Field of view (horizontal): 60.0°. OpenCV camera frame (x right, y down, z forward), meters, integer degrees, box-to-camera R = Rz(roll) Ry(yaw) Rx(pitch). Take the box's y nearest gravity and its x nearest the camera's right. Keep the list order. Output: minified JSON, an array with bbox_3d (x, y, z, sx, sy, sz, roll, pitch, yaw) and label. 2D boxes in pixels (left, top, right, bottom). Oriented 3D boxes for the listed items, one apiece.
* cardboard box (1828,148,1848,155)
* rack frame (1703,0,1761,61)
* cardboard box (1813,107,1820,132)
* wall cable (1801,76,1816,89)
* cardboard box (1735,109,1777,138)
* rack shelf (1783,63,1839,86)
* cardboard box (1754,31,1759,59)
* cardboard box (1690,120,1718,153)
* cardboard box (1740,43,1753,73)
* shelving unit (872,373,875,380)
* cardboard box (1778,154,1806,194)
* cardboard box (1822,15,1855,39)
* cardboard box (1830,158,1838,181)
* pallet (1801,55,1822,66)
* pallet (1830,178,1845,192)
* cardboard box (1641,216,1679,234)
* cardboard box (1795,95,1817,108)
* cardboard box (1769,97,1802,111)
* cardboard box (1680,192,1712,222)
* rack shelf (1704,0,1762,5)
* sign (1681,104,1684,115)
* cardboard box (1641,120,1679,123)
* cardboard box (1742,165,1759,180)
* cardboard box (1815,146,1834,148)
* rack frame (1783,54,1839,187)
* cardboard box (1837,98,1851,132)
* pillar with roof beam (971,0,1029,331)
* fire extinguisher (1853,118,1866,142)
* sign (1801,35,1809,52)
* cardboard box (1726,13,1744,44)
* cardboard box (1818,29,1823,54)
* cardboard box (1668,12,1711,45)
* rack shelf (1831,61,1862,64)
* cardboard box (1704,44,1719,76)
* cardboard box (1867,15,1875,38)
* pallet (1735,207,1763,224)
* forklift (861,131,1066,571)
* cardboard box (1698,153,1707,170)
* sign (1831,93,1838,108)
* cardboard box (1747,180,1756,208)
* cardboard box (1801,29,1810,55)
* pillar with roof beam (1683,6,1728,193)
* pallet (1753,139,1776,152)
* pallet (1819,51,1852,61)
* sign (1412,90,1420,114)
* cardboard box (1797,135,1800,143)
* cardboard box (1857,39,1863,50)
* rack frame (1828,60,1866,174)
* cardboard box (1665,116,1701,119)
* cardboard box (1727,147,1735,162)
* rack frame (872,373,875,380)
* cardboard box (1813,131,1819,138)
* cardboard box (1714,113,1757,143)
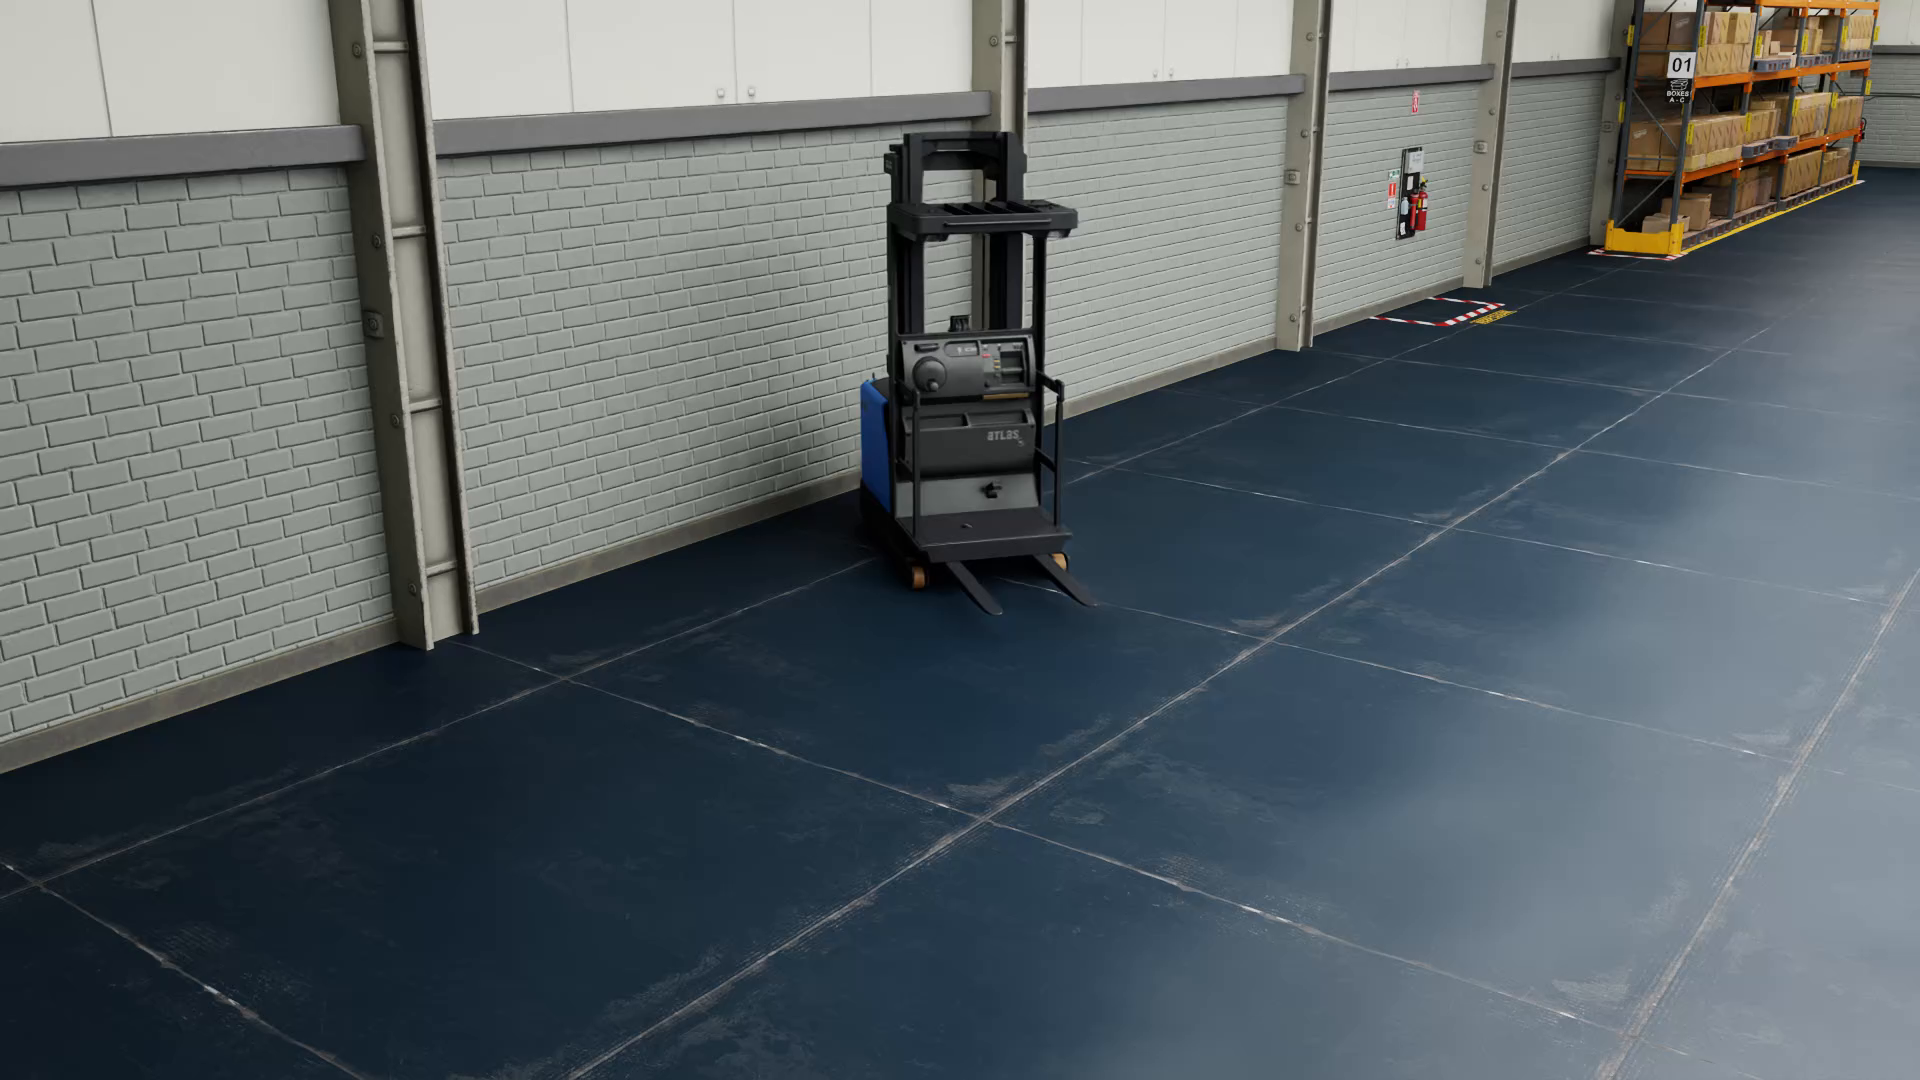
[{"bbox_3d":[20.452,-9.052,38.749,0.380,0.149,0.250,13,22,36],"label":"cardboard box"},{"bbox_3d":[13.721,-10.051,29.435,1.000,3.000,0.127,12,21,35],"label":"rack frame"},{"bbox_3d":[17.813,-8.895,35.124,0.500,0.500,0.500,12,21,35],"label":"cardboard box"},{"bbox_3d":[20.874,-11.001,40.898,0.084,1.984,1.851,12,21,35],"label":"wall cable"},{"bbox_3d":[15.521,-8.145,32.503,0.700,0.500,0.500,10,20,30],"label":"cardboard box"},{"bbox_3d":[17.296,-9.704,34.589,1.077,0.370,4.000,12,21,35],"label":"rack shelf"},{"bbox_3d":[14.111,-8.983,30.177,0.500,0.500,0.500,16,24,42],"label":"cardboard box"},{"bbox_3d":[12.479,-6.827,28.126,0.500,0.500,0.500,12,21,33],"label":"cardboard box"},{"bbox_3d":[13.617,-8.511,29.332,0.500,0.500,0.500,13,22,36],"label":"cardboard box"},{"bbox_3d":[-0.596,-0.755,12.903,0.215,1.050,0.249,2,17,7],"label":"shelving unit"},{"bbox_3d":[17.175,-7.672,34.807,0.750,0.750,0.750,12,21,34],"label":"cardboard box"},{"bbox_3d":[19.138,-11.179,36.237,0.500,0.500,0.500,12,21,34],"label":"cardboard box"},{"bbox_3d":[19.625,-8.499,38.060,0.700,0.500,0.500,13,21,36],"label":"cardboard box"},{"bbox_3d":[17.109,-9.910,34.360,1.003,0.211,1.213,14,22,37],"label":"pallet"},{"bbox_3d":[19.730,-8.218,38.353,1.003,0.211,1.213,12,21,35],"label":"pallet"},{"bbox_3d":[11.822,-5.308,28.070,0.500,0.311,0.500,10,20,29],"label":"cardboard box"},{"bbox_3d":[17.495,-9.129,34.615,0.500,0.250,0.500,12,21,34],"label":"cardboard box"},{"bbox_3d":[16.599,-8.765,33.443,0.500,0.250,0.500,13,22,36],"label":"cardboard box"},{"bbox_3d":[13.135,-5.948,29.812,0.500,0.500,0.500,11,20,31],"label":"cardboard box"},{"bbox_3d":[12.529,-9.229,28.009,1.077,0.370,4.000,12,21,35],"label":"rack shelf"},{"bbox_3d":[13.273,-7.836,30.466,0.100,0.325,0.005,12,21,35],"label":"sign"},{"bbox_3d":[11.756,-6.797,28.028,0.500,0.500,0.500,13,21,35],"label":"cardboard box"},{"bbox_3d":[15.327,-7.207,32.604,0.500,0.250,0.500,13,21,36],"label":"cardboard box"},{"bbox_3d":[20.448,-9.241,39.357,0.380,0.149,0.250,13,21,35],"label":"cardboard box"},{"bbox_3d":[18.488,-9.091,36.461,1.000,3.000,0.127,12,21,35],"label":"rack frame"},{"bbox_3d":[19.689,-9.709,37.944,0.980,0.700,0.700,11,20,32],"label":"cardboard box"},{"bbox_3d":[3.792,-4.370,11.141,9.100,9.000,0.400,12,21,35],"label":"pillar with roof beam"},{"bbox_3d":[21.331,-9.783,39.449,0.296,0.674,0.183,12,21,35],"label":"fire extinguisher"},{"bbox_3d":[16.539,-9.721,32.561,0.100,0.325,0.005,12,21,35],"label":"sign"},{"bbox_3d":[13.019,-8.727,28.343,0.500,0.500,0.500,12,21,33],"label":"cardboard box"},{"bbox_3d":[17.875,-10.591,35.324,0.700,0.500,0.500,11,20,32],"label":"cardboard box"},{"bbox_3d":[11.762,-8.249,26.804,0.500,0.500,0.500,11,20,31],"label":"cardboard box"},{"bbox_3d":[19.679,-10.750,37.628,0.919,0.124,3.809,12,21,35],"label":"rack shelf"},{"bbox_3d":[12.086,-7.880,27.300,0.500,0.500,0.500,14,22,38],"label":"cardboard box"},{"bbox_3d":[20.654,-11.789,38.201,0.500,0.500,0.500,12,21,35],"label":"cardboard box"},{"bbox_3d":[14.910,-6.331,32.276,1.003,0.211,1.213,12,21,35],"label":"pallet"},{"bbox_3d":[24.500,-3.407,17.897,51.914,3.159,8.923,-5,18,-15],"label":"forklift"},{"bbox_3d":[12.181,-6.357,27.876,0.500,0.250,0.500,12,21,33],"label":"cardboard box"},{"bbox_3d":[18.929,-9.513,36.000,0.100,0.325,0.005,12,21,35],"label":"sign"},{"bbox_3d":[15.044,-6.749,32.390,0.700,0.500,0.500,12,21,34],"label":"cardboard box"},{"bbox_3d":[16.961,-10.219,34.126,0.700,0.500,0.500,14,22,37],"label":"cardboard box"},{"bbox_3d":[18.092,-10.086,29.549,9.100,9.000,0.400,12,21,35],"label":"pillar with roof beam"},{"bbox_3d":[14.958,-7.568,31.880,1.003,0.211,1.213,12,21,35],"label":"pallet"},{"bbox_3d":[18.984,-10.674,36.651,1.003,0.211,1.213,12,21,35],"label":"pallet"},{"bbox_3d":[5.897,-5.664,21.517,0.001,0.298,0.199,12,21,35],"label":"sign"},{"bbox_3d":[16.870,-8.172,33.892,0.380,0.149,0.250,13,22,36],"label":"cardboard box"},{"bbox_3d":[20.032,-11.183,37.515,0.500,0.250,0.500,12,21,33],"label":"cardboard box"},{"bbox_3d":[28.045,-6.944,24.490,30.676,5.616,16.049,12,21,35],"label":"rack frame"},{"bbox_3d":[12.661,-7.166,29.218,0.500,0.500,0.500,13,22,36],"label":"cardboard box"},{"bbox_3d":[13.379,-6.840,29.431,0.500,0.250,0.500,13,21,35],"label":"cardboard box"},{"bbox_3d":[-0.580,-0.790,13.017,0.200,1.050,0.008,2,17,7],"label":"rack frame"},{"bbox_3d":[18.081,-8.659,35.459,0.380,0.149,0.250,12,21,35],"label":"cardboard box"},{"bbox_3d":[14.390,-7.691,31.040,0.700,0.500,0.500,15,23,40],"label":"cardboard box"}]
